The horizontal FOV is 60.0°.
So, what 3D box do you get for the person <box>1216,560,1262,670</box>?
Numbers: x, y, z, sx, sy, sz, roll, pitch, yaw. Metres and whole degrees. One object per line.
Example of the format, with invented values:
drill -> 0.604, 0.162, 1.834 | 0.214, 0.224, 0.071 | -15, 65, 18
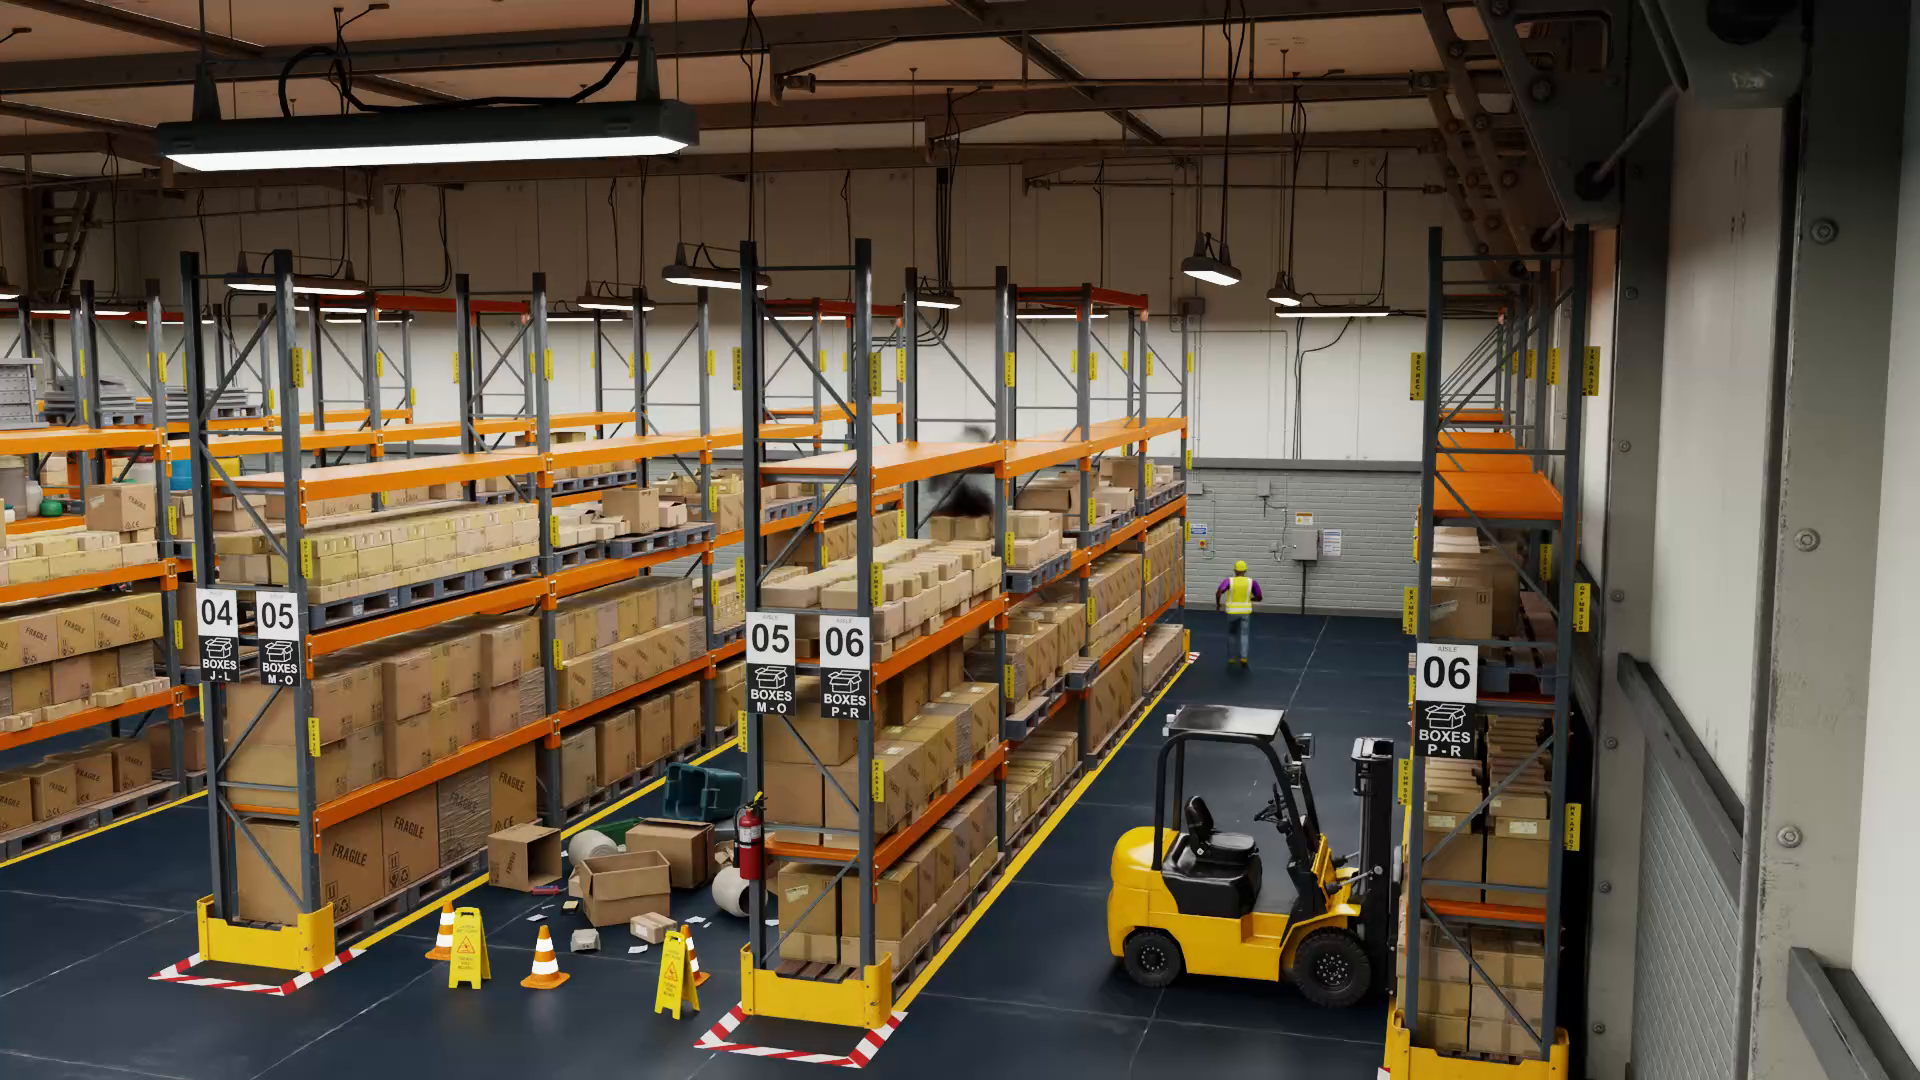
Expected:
person -> 4.557, 1.224, 27.187 | 0.754, 1.780, 0.939 | 1, 6, 9
